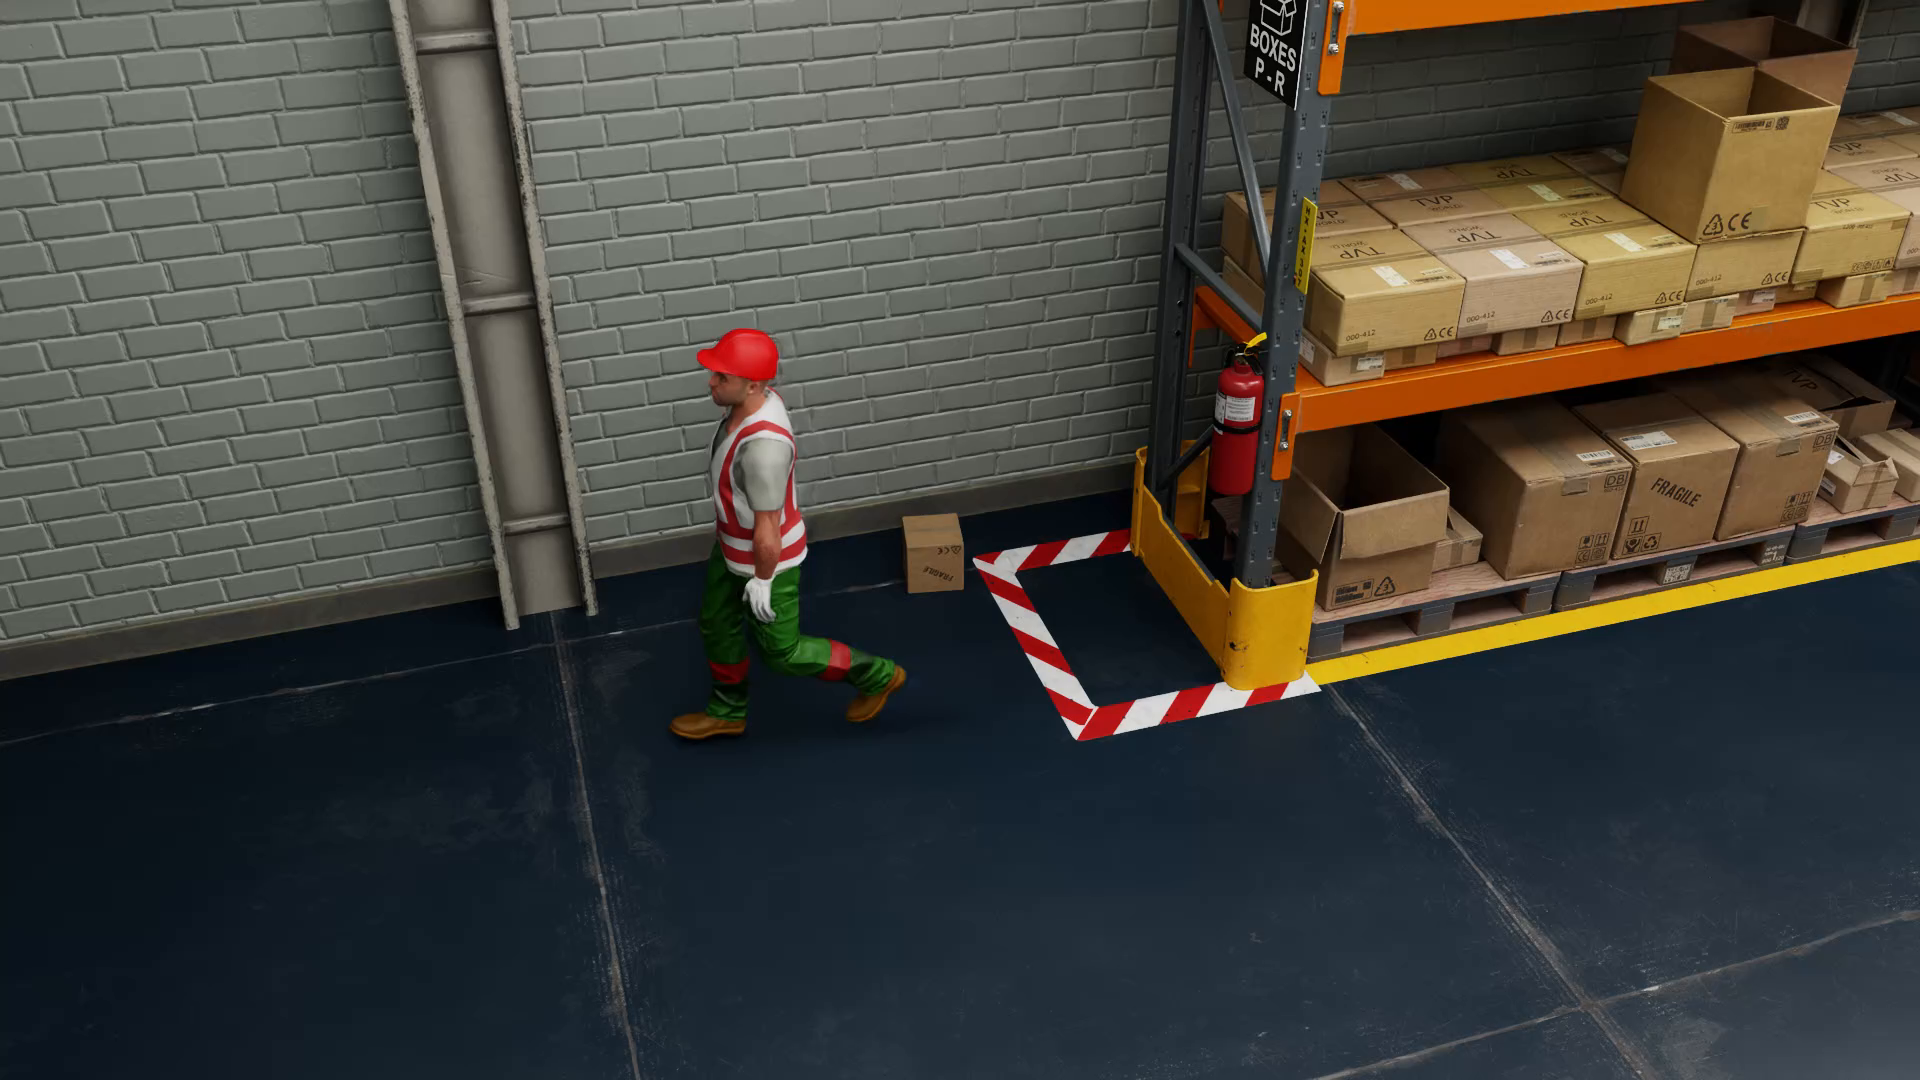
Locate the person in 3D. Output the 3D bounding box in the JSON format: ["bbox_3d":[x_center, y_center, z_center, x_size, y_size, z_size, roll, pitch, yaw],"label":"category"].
[{"bbox_3d":[-0.672,0.024,6.072,0.911,1.761,0.542,-10,35,-14],"label":"person"}]
